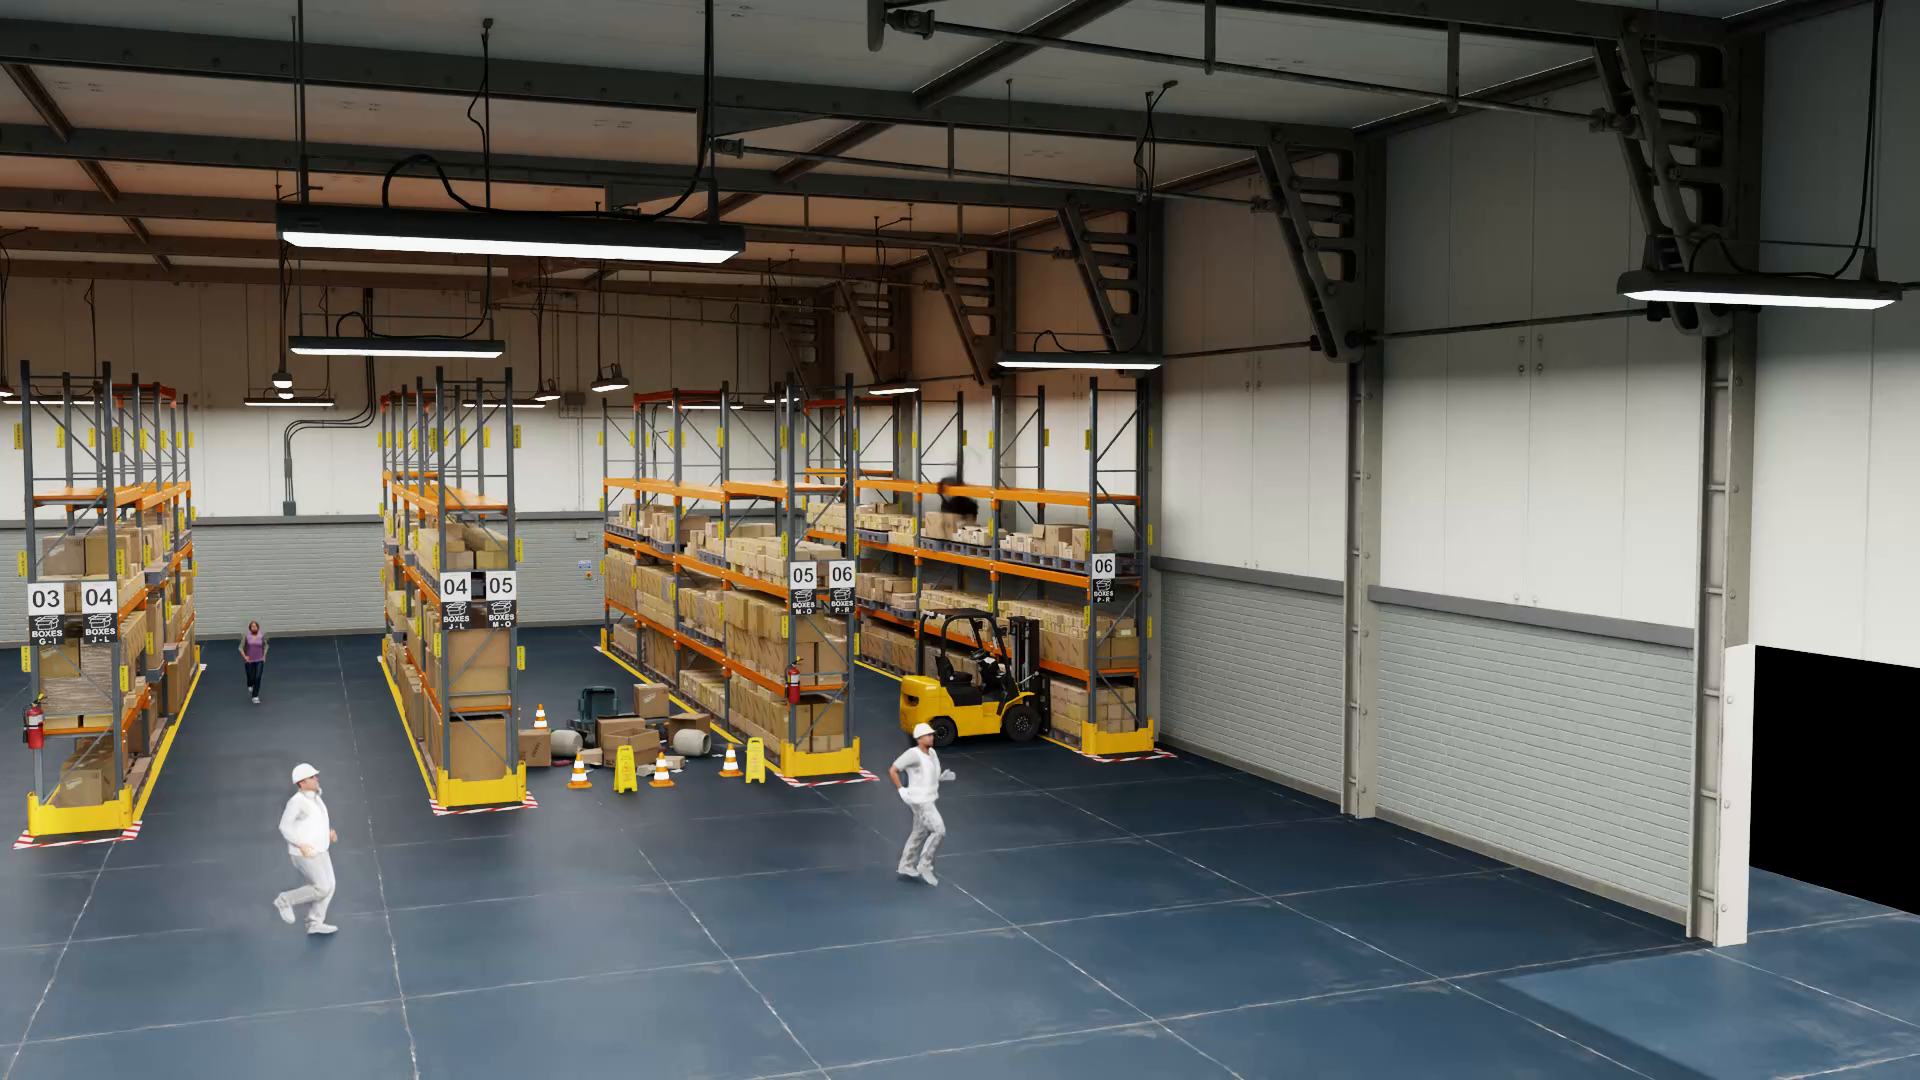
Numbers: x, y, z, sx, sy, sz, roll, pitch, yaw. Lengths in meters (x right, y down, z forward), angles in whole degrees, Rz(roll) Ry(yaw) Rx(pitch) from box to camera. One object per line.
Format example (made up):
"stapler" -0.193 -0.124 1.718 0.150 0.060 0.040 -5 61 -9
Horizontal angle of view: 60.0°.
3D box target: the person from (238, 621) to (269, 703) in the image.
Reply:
"person" -13.517 2.326 31.828 0.533 1.553 0.579 -2 4 -28

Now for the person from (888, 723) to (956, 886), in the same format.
"person" -0.389 2.981 18.815 0.694 1.812 0.669 1 4 19

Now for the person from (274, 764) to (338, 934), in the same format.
"person" -6.618 3.127 16.828 0.597 1.728 0.671 0 3 0
